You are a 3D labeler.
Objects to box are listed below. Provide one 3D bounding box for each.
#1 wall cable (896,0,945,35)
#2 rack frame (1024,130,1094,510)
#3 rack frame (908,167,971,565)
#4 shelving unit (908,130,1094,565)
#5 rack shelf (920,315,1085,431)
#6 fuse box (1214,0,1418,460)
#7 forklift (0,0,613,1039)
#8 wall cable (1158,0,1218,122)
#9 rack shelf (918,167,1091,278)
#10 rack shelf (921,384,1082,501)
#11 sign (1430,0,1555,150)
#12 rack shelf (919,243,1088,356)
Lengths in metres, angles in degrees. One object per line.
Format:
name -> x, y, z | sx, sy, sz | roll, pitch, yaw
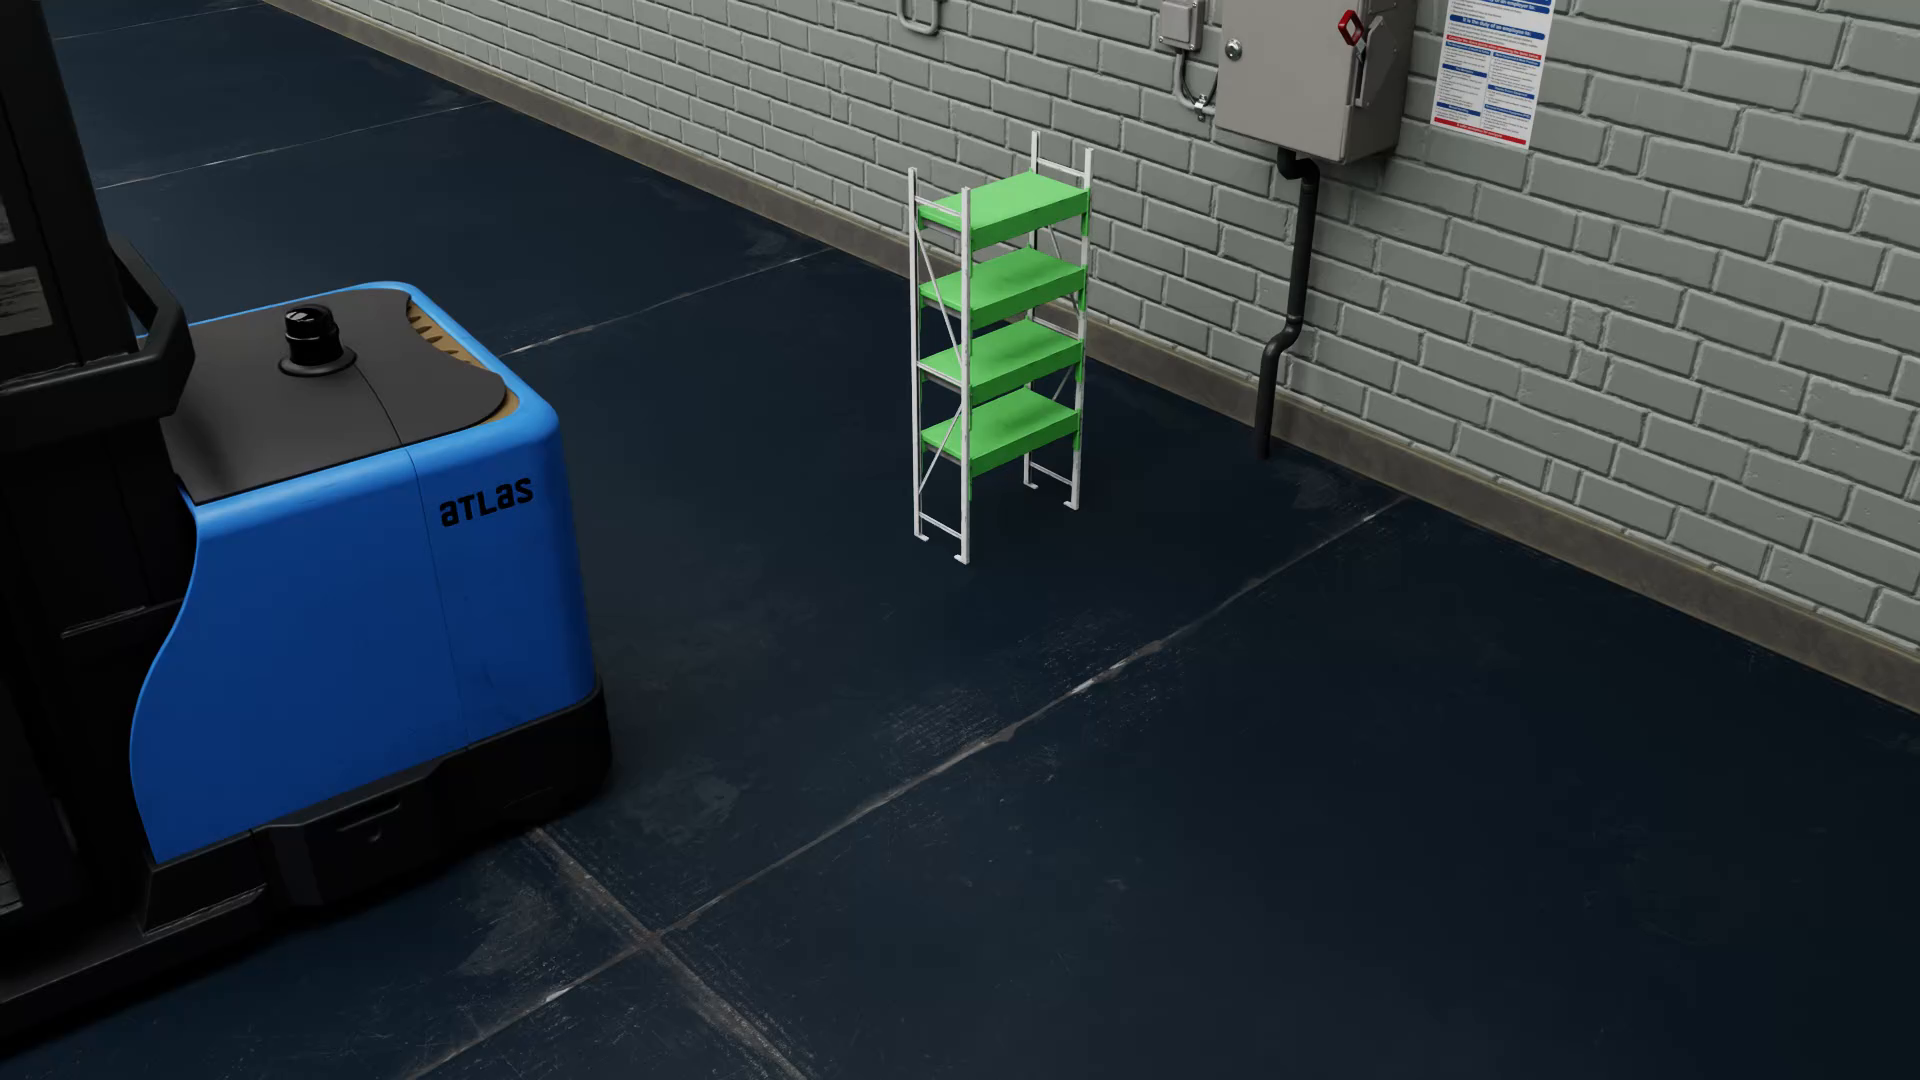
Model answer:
wall cable -> -0.292, -2.850, 6.032 | 0.123, 1.953, 0.585 | -26, 40, -35
rack frame -> 0.300, -0.657, 5.175 | 0.015, 1.200, 0.240 | -26, 40, -35
rack frame -> -0.058, -0.484, 4.891 | 0.015, 1.200, 0.240 | -26, 40, -35
shelving unit -> 0.121, -0.571, 5.033 | 0.503, 1.200, 0.258 | -26, 40, -35
rack shelf -> 0.121, -0.516, 5.066 | 0.480, 0.148, 0.258 | -26, 40, -35
fuse box -> 1.030, -0.998, 5.243 | 0.414, 1.711, 0.539 | -26, 40, -35
forklift -> -2.370, -0.374, 3.051 | 3.031, 2.935, 1.130 | -21, 37, -30
wall cable -> 0.681, -2.298, 5.160 | 0.122, 1.984, 0.588 | -26, 40, -35
rack shelf -> 0.121, -0.926, 4.816 | 0.480, 0.148, 0.258 | -26, 40, -35
rack shelf -> 0.121, -0.311, 5.192 | 0.480, 0.148, 0.258 | -26, 40, -35
sign -> 1.517, -1.392, 4.742 | 0.001, 0.494, 0.329 | -26, 40, -35
rack shelf -> 0.121, -0.721, 4.941 | 0.480, 0.148, 0.258 | -26, 40, -35
